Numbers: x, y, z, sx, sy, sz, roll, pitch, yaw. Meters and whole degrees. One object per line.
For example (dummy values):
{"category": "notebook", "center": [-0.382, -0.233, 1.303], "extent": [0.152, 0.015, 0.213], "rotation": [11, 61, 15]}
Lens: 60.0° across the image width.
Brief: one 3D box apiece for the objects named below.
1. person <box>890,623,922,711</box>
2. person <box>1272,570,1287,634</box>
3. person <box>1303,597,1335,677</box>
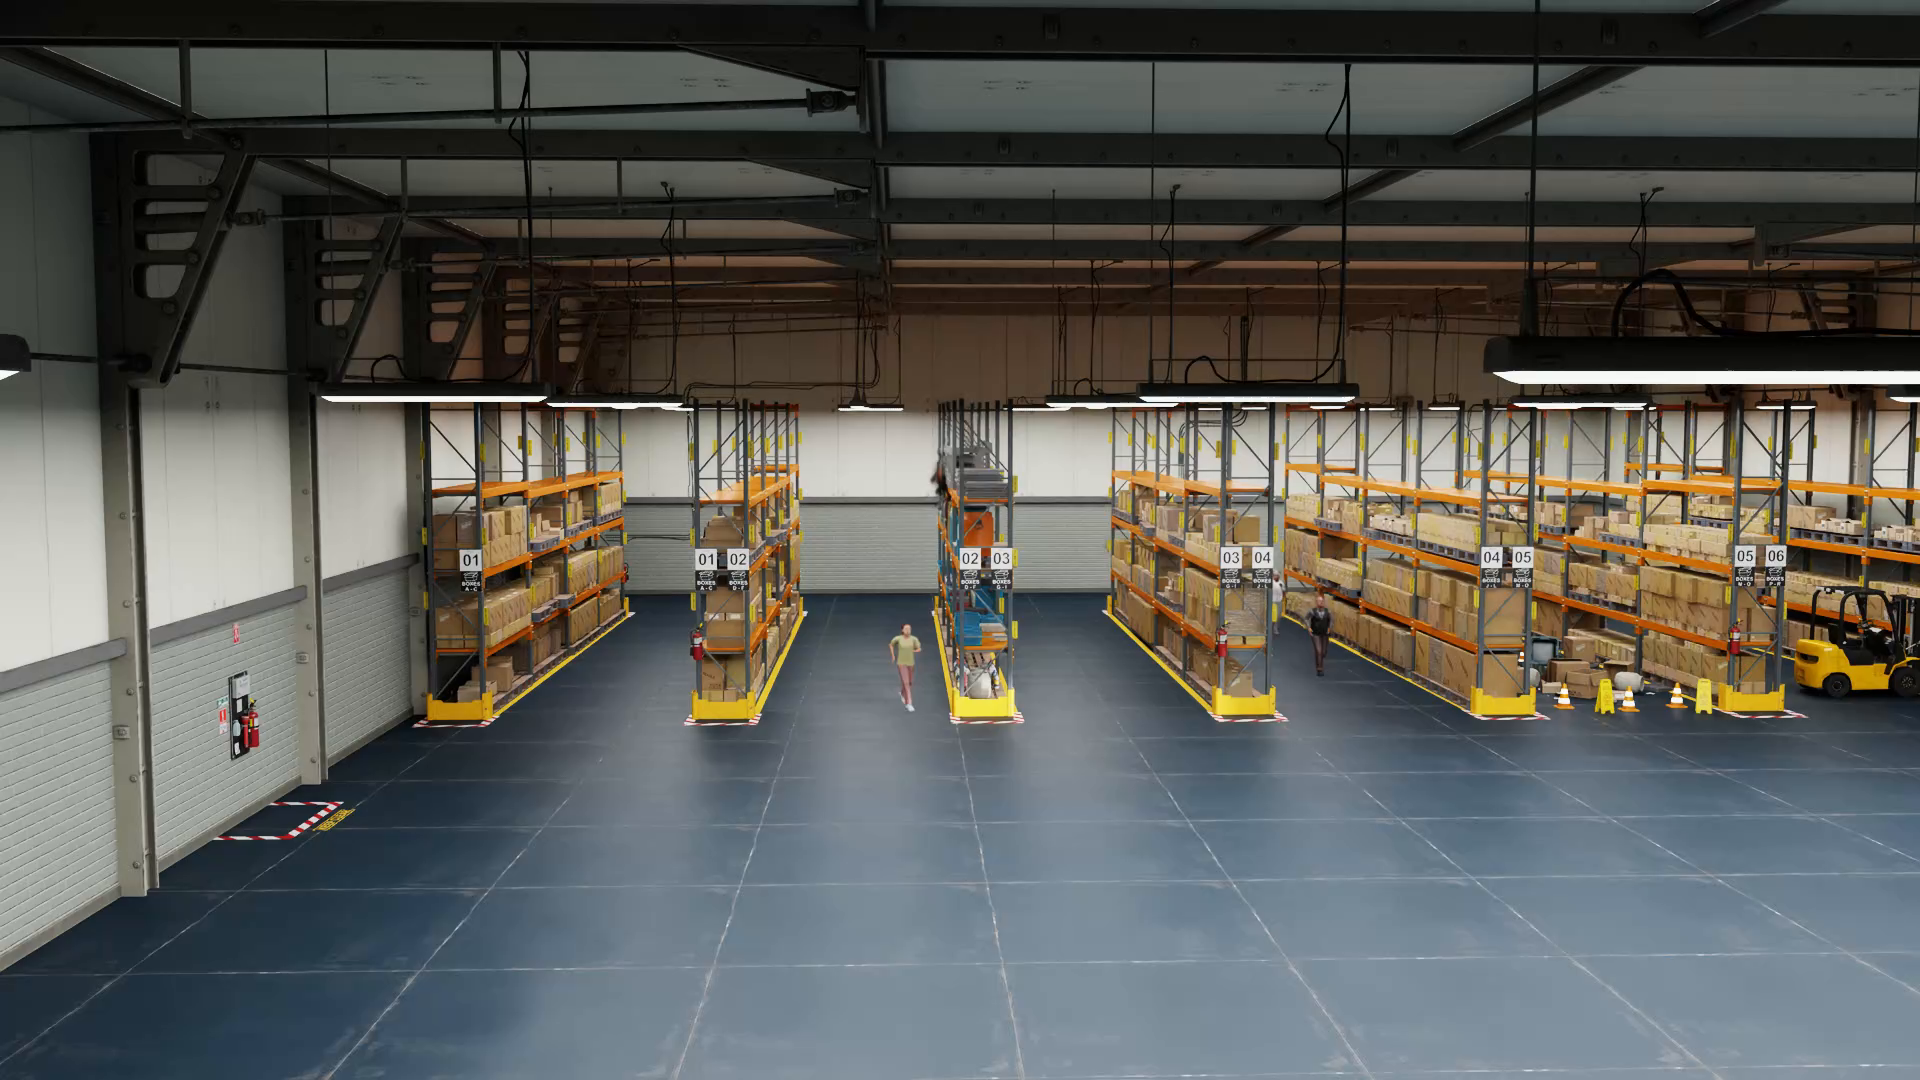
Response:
{"category": "person", "center": [-1.038, 2.415, 32.169], "extent": [0.572, 1.660, 0.969], "rotation": [-1, 5, -17]}
{"category": "person", "center": [8.259, 1.611, 43.483], "extent": [0.583, 1.657, 0.558], "rotation": [0, 4, -3]}
{"category": "person", "center": [7.898, 2.104, 36.558], "extent": [0.668, 1.722, 0.826], "rotation": [0, 4, -2]}
